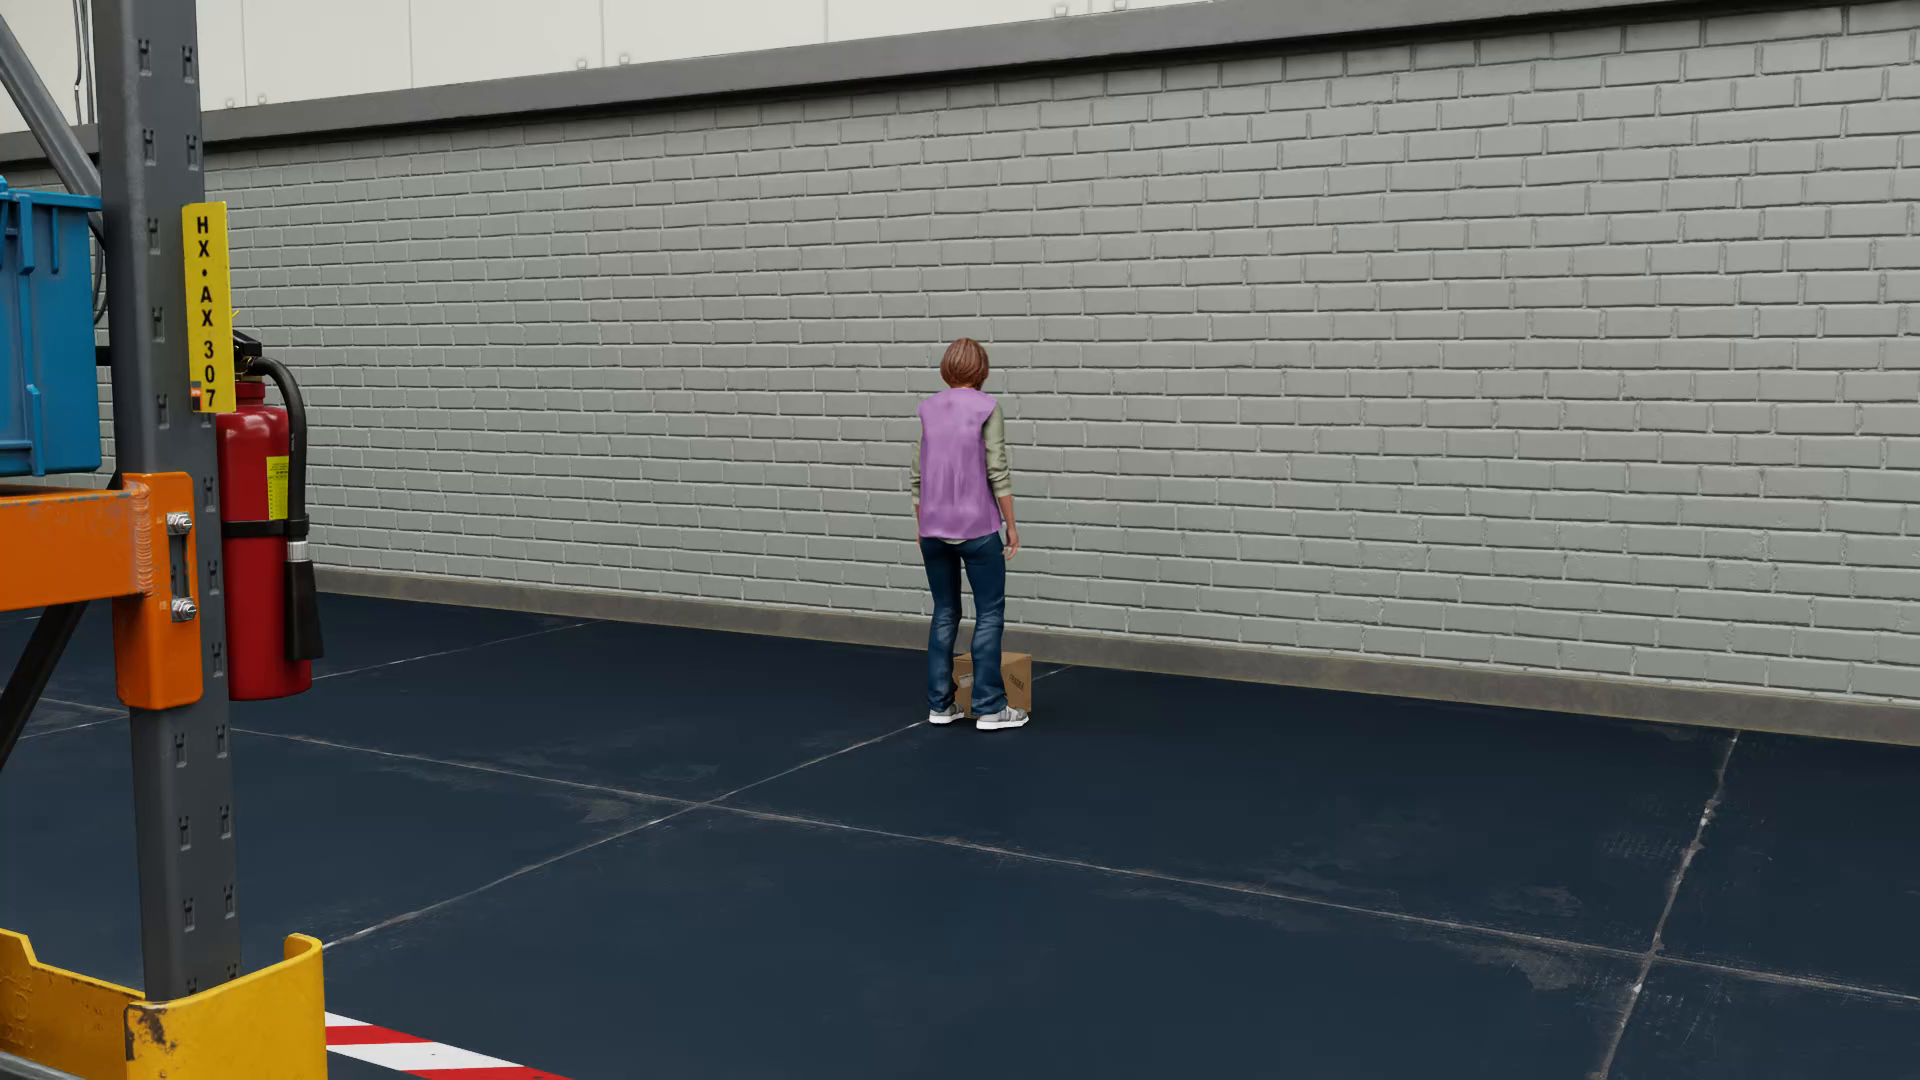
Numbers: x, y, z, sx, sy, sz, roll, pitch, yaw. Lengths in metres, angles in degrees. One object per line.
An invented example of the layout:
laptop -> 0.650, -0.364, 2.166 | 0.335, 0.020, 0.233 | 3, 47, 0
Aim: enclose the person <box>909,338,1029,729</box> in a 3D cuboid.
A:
person -> 0.015, 0.029, 6.822 | 0.481, 1.480, 0.342 | 3, 7, 30
